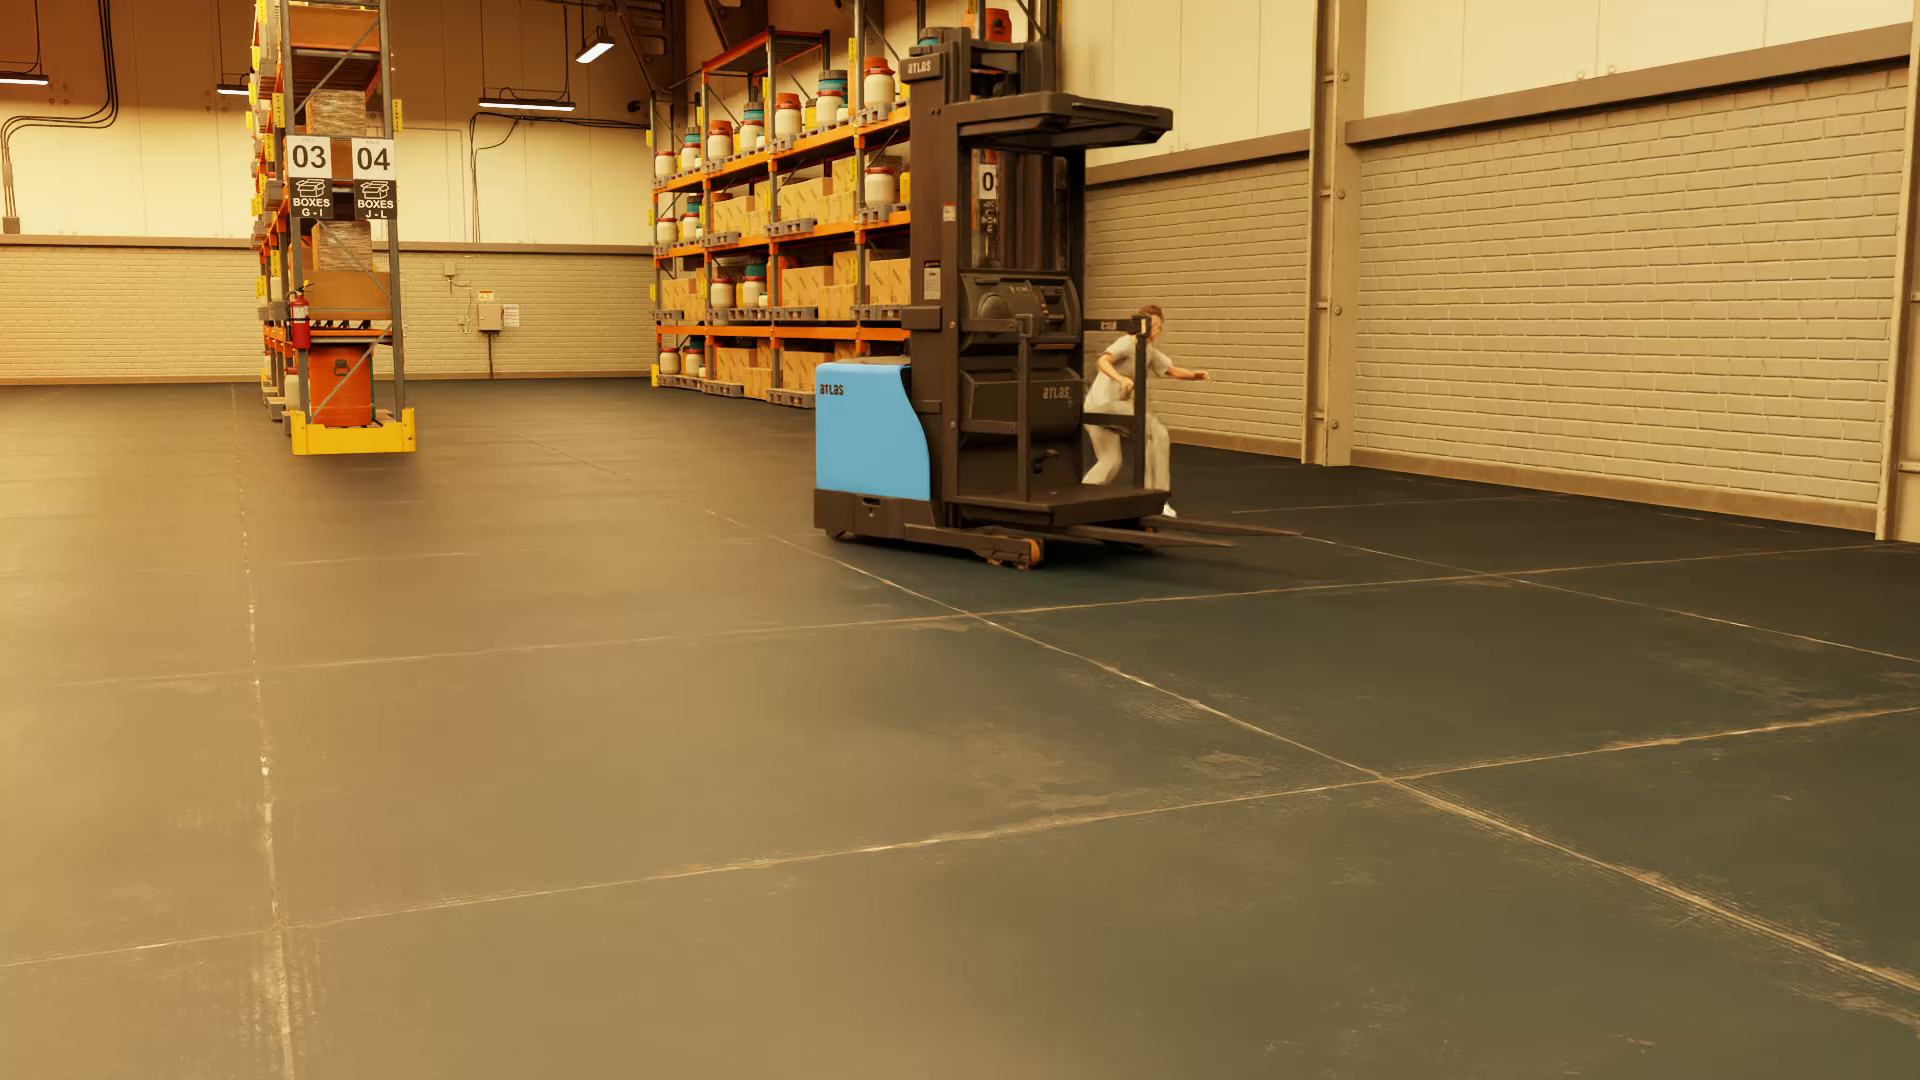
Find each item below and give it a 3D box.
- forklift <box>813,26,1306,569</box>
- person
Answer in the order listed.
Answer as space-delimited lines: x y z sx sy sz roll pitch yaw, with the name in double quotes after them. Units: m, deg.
0.503 -1.373 9.358 3.031 2.935 1.130 7 11 44 "forklift"
1.196 -0.843 11.021 0.892 1.419 0.878 1 8 11 "person"
